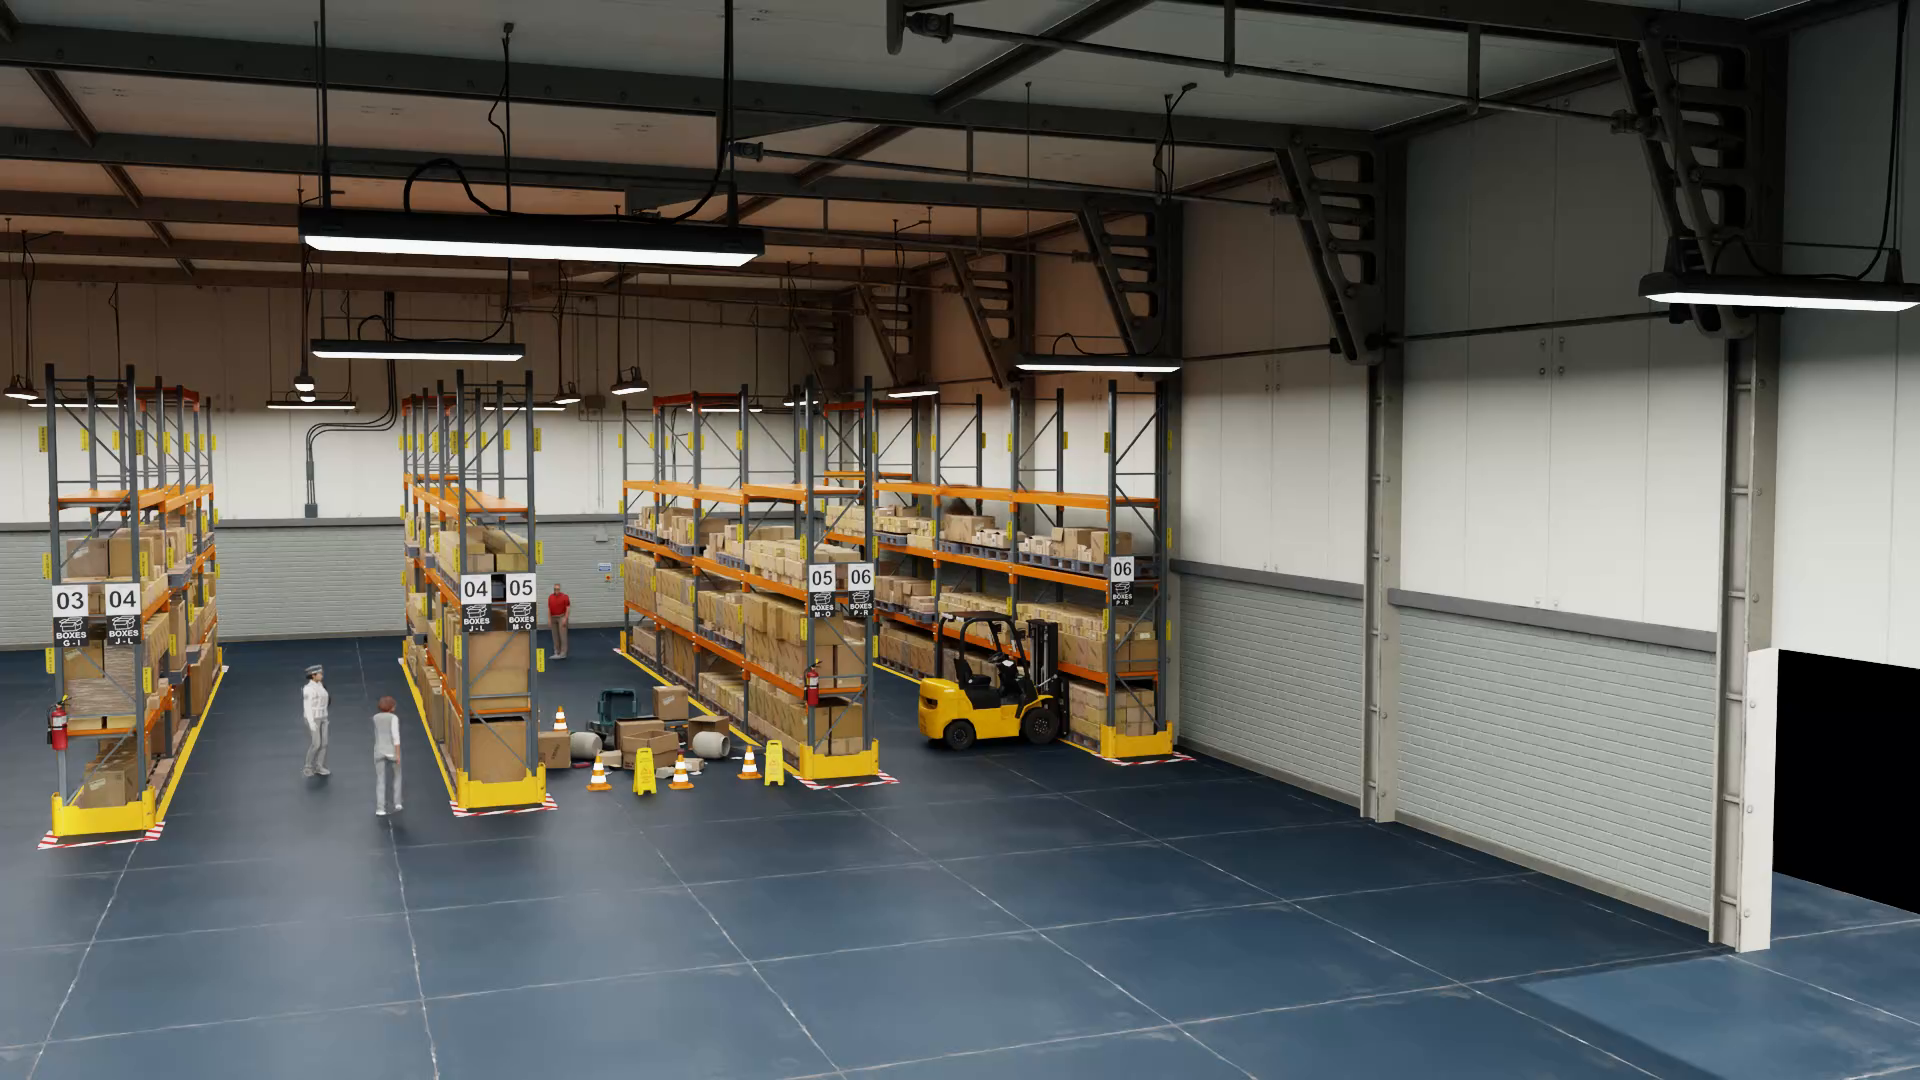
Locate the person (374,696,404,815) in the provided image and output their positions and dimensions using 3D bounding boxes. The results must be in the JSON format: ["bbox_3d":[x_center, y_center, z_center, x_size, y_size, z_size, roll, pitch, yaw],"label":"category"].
[{"bbox_3d":[-7.705,2.909,22.416,0.376,1.621,0.699,0,3,-7],"label":"person"}]

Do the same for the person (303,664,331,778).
[{"bbox_3d":[-9.694,2.748,25.096,0.366,1.750,0.528,1,3,17],"label":"person"}]

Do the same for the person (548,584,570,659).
[{"bbox_3d":[-9.327,1.880,38.580,0.553,1.743,0.416,1,4,19],"label":"person"}]
